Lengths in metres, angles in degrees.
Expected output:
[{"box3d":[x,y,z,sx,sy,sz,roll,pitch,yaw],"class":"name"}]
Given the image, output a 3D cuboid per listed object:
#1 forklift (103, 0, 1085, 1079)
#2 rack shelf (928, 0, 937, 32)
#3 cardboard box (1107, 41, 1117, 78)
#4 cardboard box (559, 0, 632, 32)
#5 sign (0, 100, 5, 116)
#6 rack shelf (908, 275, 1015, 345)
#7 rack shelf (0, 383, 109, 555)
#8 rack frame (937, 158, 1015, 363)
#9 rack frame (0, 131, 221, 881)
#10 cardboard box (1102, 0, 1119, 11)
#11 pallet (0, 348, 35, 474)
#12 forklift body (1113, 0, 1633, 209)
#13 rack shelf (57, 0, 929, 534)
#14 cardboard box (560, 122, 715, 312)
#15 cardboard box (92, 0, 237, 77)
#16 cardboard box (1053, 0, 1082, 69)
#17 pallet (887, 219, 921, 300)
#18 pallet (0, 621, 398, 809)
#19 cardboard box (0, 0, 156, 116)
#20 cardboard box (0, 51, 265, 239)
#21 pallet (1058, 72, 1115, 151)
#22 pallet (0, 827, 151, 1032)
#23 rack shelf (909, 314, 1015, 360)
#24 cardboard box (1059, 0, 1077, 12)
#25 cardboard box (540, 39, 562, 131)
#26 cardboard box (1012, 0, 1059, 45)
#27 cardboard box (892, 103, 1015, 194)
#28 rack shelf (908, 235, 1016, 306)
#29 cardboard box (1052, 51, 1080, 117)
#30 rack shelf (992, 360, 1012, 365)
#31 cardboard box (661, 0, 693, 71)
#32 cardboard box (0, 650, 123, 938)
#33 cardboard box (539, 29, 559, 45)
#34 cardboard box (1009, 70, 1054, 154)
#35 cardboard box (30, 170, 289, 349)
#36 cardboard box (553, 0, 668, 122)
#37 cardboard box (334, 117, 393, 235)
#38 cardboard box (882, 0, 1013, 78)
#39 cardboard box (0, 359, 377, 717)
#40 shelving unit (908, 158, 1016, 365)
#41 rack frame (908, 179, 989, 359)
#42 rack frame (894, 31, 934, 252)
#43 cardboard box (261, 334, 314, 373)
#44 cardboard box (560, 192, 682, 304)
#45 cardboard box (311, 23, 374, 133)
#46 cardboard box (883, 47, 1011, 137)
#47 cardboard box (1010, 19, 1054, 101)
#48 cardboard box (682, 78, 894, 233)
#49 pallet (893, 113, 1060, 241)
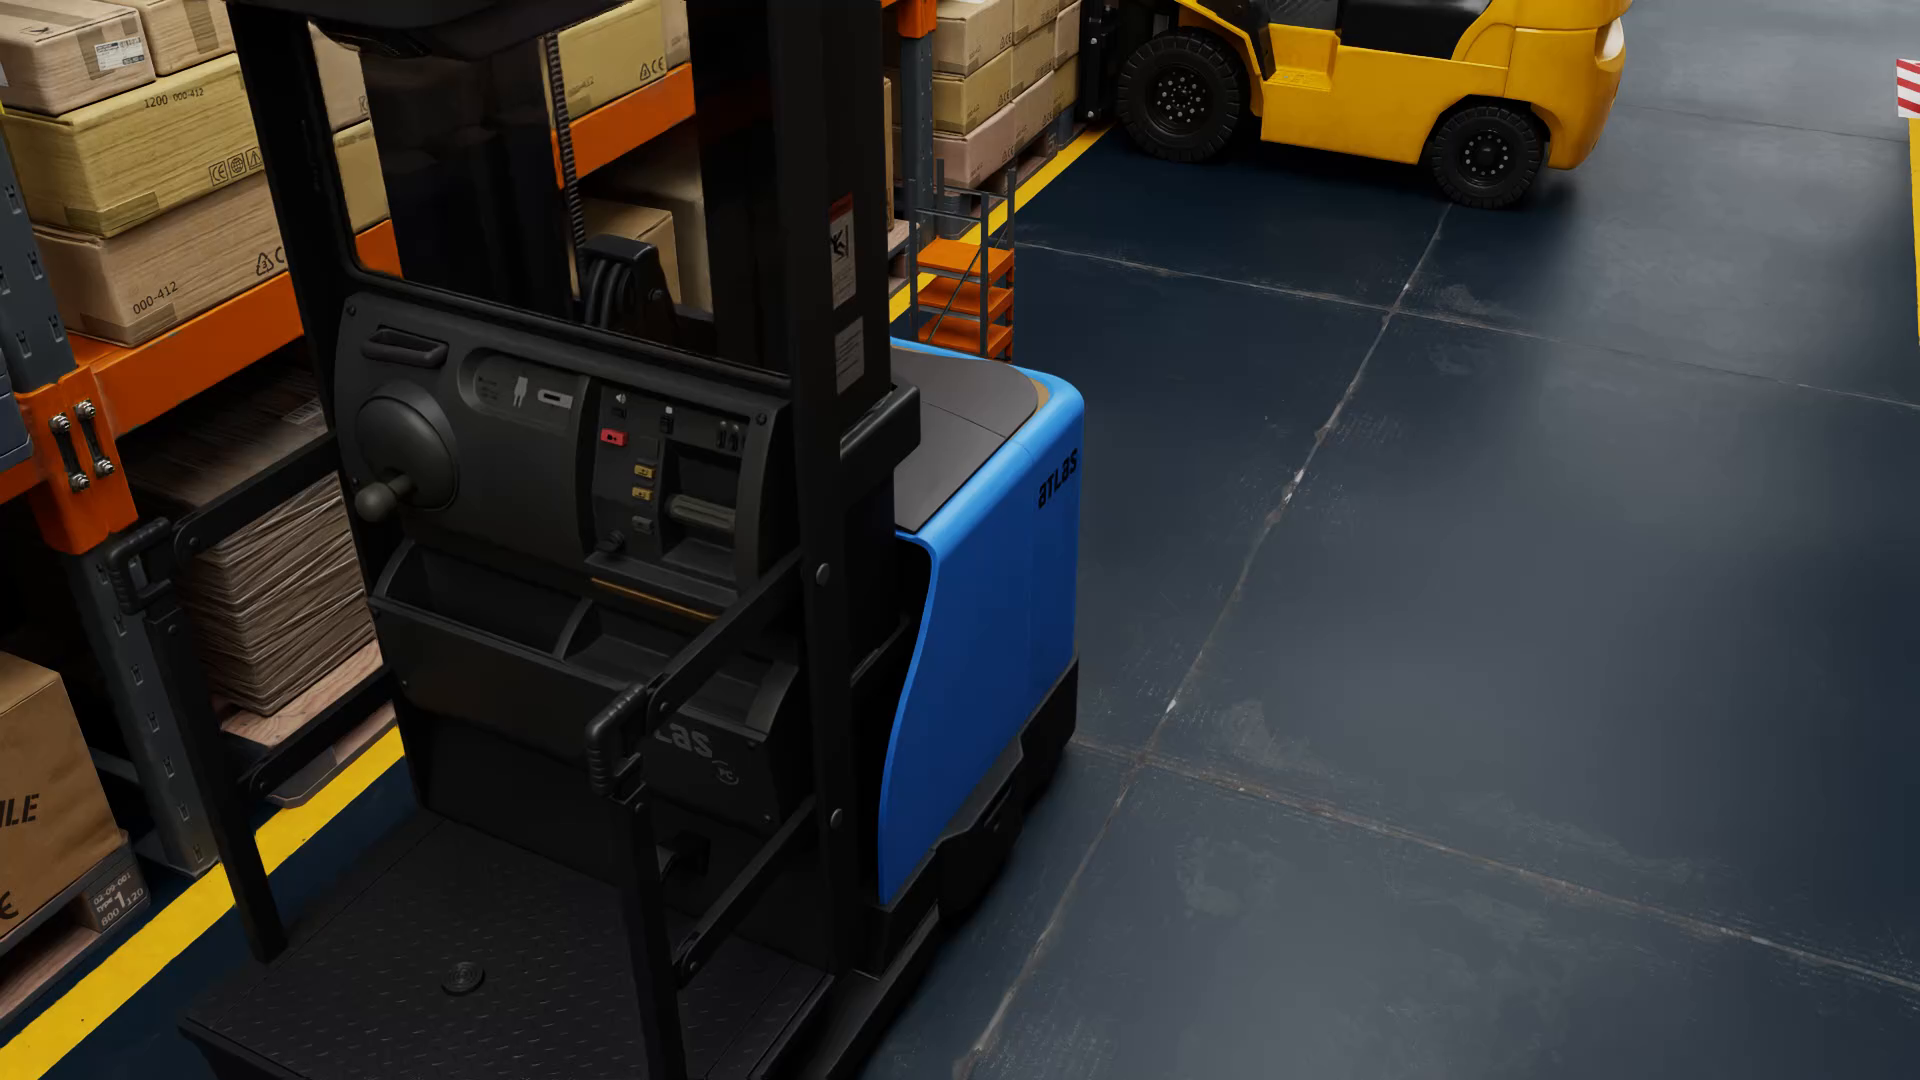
[{"box3d":[-0.818,-0.102,2.732,1.130,2.935,3.031,16,36,22],"class":"forklift"},{"box3d":[0.248,-3.268,8.154,1.077,0.370,4.000,14,36,20],"class":"rack shelf"},{"box3d":[0.544,-2.527,8.494,0.500,0.250,0.500,15,36,22],"class":"cardboard box"},{"box3d":[-1.218,-1.657,4.723,0.500,0.250,0.500,15,36,21],"class":"cardboard box"},{"box3d":[-1.765,-0.912,2.921,0.100,0.325,0.005,14,36,20],"class":"sign"},{"box3d":[0.006,-0.673,4.825,0.258,0.103,0.180,14,36,20],"class":"rack shelf"},{"box3d":[-3.099,0.717,2.078,1.077,0.370,4.000,14,36,20],"class":"rack shelf"},{"box3d":[0.044,-0.555,5.001,0.240,1.200,0.006,14,36,20],"class":"rack frame"},{"box3d":[-2.262,-0.580,3.399,1.000,3.000,0.127,14,36,20],"class":"rack frame"},{"box3d":[0.536,-2.728,8.343,0.500,0.250,0.500,14,36,20],"class":"cardboard box"},{"box3d":[-2.482,-0.146,2.913,1.213,0.211,1.003,14,36,20],"class":"pallet"},{"box3d":[1.948,-2.847,7.630,2.313,2.155,1.214,14,36,20],"class":"forklift body"},{"box3d":[-1.426,-1.276,5.116,1.077,0.370,4.000,14,36,20],"class":"rack shelf"},{"box3d":[-1.129,-1.108,5.987,0.875,0.625,0.625,14,36,20],"class":"cardboard box"},{"box3d":[-1.751,-1.118,3.536,0.380,0.149,0.250,15,36,22],"class":"cardboard box"},{"box3d":[0.324,-2.476,7.960,0.500,0.250,0.500,14,36,20],"class":"cardboard box"},{"box3d":[-0.862,-1.030,6.629,1.003,0.211,1.213,14,36,20],"class":"pallet"},{"box3d":[-1.882,0.185,4.776,1.003,0.211,1.213,14,36,20],"class":"pallet"},{"box3d":[-1.861,-0.985,3.333,0.380,0.149,0.250,15,36,22],"class":"cardboard box"},{"box3d":[-1.832,-0.886,3.546,0.500,0.250,0.500,14,36,20],"class":"cardboard box"},{"box3d":[0.291,-2.403,8.722,1.003,0.211,1.213,14,36,20],"class":"pallet"},{"box3d":[-2.609,0.949,3.610,1.003,0.211,1.213,14,36,20],"class":"pallet"},{"box3d":[0.006,-0.572,4.891,0.258,0.103,0.180,14,36,20],"class":"rack shelf"},{"box3d":[0.319,-2.688,7.827,0.500,0.250,0.500,15,36,22],"class":"cardboard box"},{"box3d":[-1.431,-1.190,4.466,0.500,0.250,0.500,13,35,19],"class":"cardboard box"},{"box3d":[0.122,-2.438,7.445,0.500,0.250,0.500,14,36,21],"class":"cardboard box"},{"box3d":[-0.086,-1.763,7.328,0.500,0.250,0.500,15,36,21],"class":"cardboard box"},{"box3d":[0.006,-0.773,4.759,0.258,0.103,0.180,14,36,20],"class":"rack shelf"},{"box3d":[0.314,-2.279,8.115,0.500,0.250,0.500,15,36,21],"class":"cardboard box"},{"box3d":[0.006,-0.472,4.956,0.258,0.103,0.180,14,36,20],"class":"rack shelf"},{"box3d":[-1.003,-1.707,5.254,0.500,0.250,0.500,14,36,21],"class":"cardboard box"},{"box3d":[-2.244,0.549,3.573,0.500,0.500,0.500,15,36,22],"class":"cardboard box"},{"box3d":[-1.409,-1.397,4.326,0.500,0.250,0.500,13,36,19],"class":"cardboard box"},{"box3d":[0.113,-2.020,7.719,0.500,0.250,0.500,13,36,19],"class":"cardboard box"},{"box3d":[-1.855,-0.682,3.692,0.500,0.250,0.500,14,36,21],"class":"cardboard box"},{"box3d":[-1.212,-1.448,4.859,0.500,0.250,0.500,15,36,22],"class":"cardboard box"},{"box3d":[-1.640,-0.932,4.072,0.500,0.250,0.500,13,36,19],"class":"cardboard box"},{"box3d":[-0.101,-2.185,7.060,0.500,0.250,0.500,14,36,20],"class":"cardboard box"},{"box3d":[-1.989,-0.070,4.404,0.875,0.625,0.625,15,36,22],"class":"cardboard box"},{"box3d":[0.006,-0.509,4.932,0.258,1.200,0.189,14,36,20],"class":"shelving unit"},{"box3d":[-0.032,-0.463,4.862,0.240,1.200,0.006,14,36,20],"class":"rack frame"},{"box3d":[-0.589,-2.572,6.438,1.000,3.000,0.127,14,36,20],"class":"rack frame"},{"box3d":[-1.723,-0.398,4.903,0.875,0.625,0.625,15,36,22],"class":"cardboard box"},{"box3d":[-1.441,-0.733,5.415,0.875,0.625,0.625,13,35,19],"class":"cardboard box"},{"box3d":[-1.644,-1.141,3.935,0.500,0.250,0.500,15,36,22],"class":"cardboard box"},{"box3d":[-0.106,-1.977,7.199,0.500,0.250,0.500,14,36,20],"class":"cardboard box"},{"box3d":[0.103,-2.229,7.582,0.500,0.250,0.500,14,36,20],"class":"cardboard box"},{"box3d":[-0.797,-1.493,6.573,0.875,0.625,0.625,16,36,23],"class":"cardboard box"},{"box3d":[-0.218,-1.793,7.792,1.003,0.211,1.213,14,36,20],"class":"pallet"}]
